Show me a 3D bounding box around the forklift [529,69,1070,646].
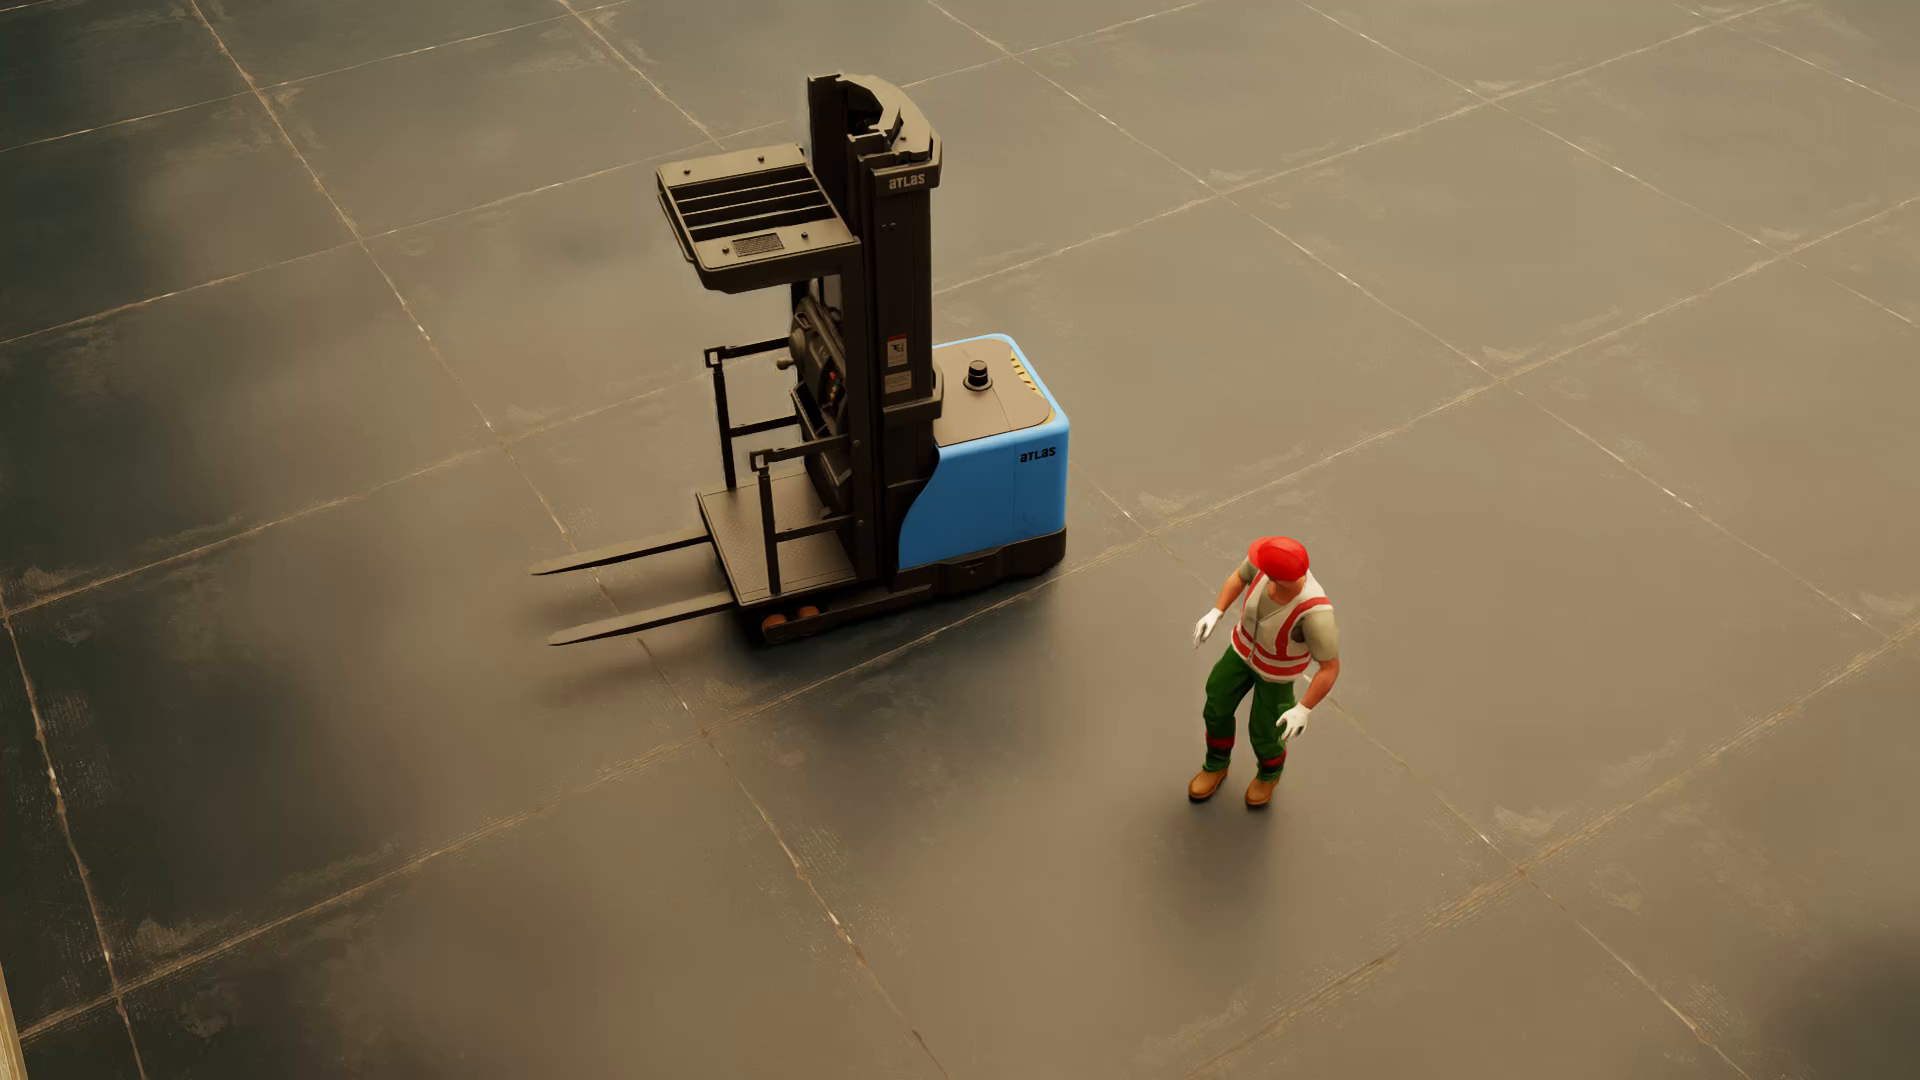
[{"bbox_3d":[-0.946,-0.911,8.914,3.031,2.935,1.130,-14,43,-15],"label":"forklift"}]

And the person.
[{"bbox_3d":[1.468,0.640,8.050,0.512,1.741,0.740,-30,49,-30],"label":"person"}]
